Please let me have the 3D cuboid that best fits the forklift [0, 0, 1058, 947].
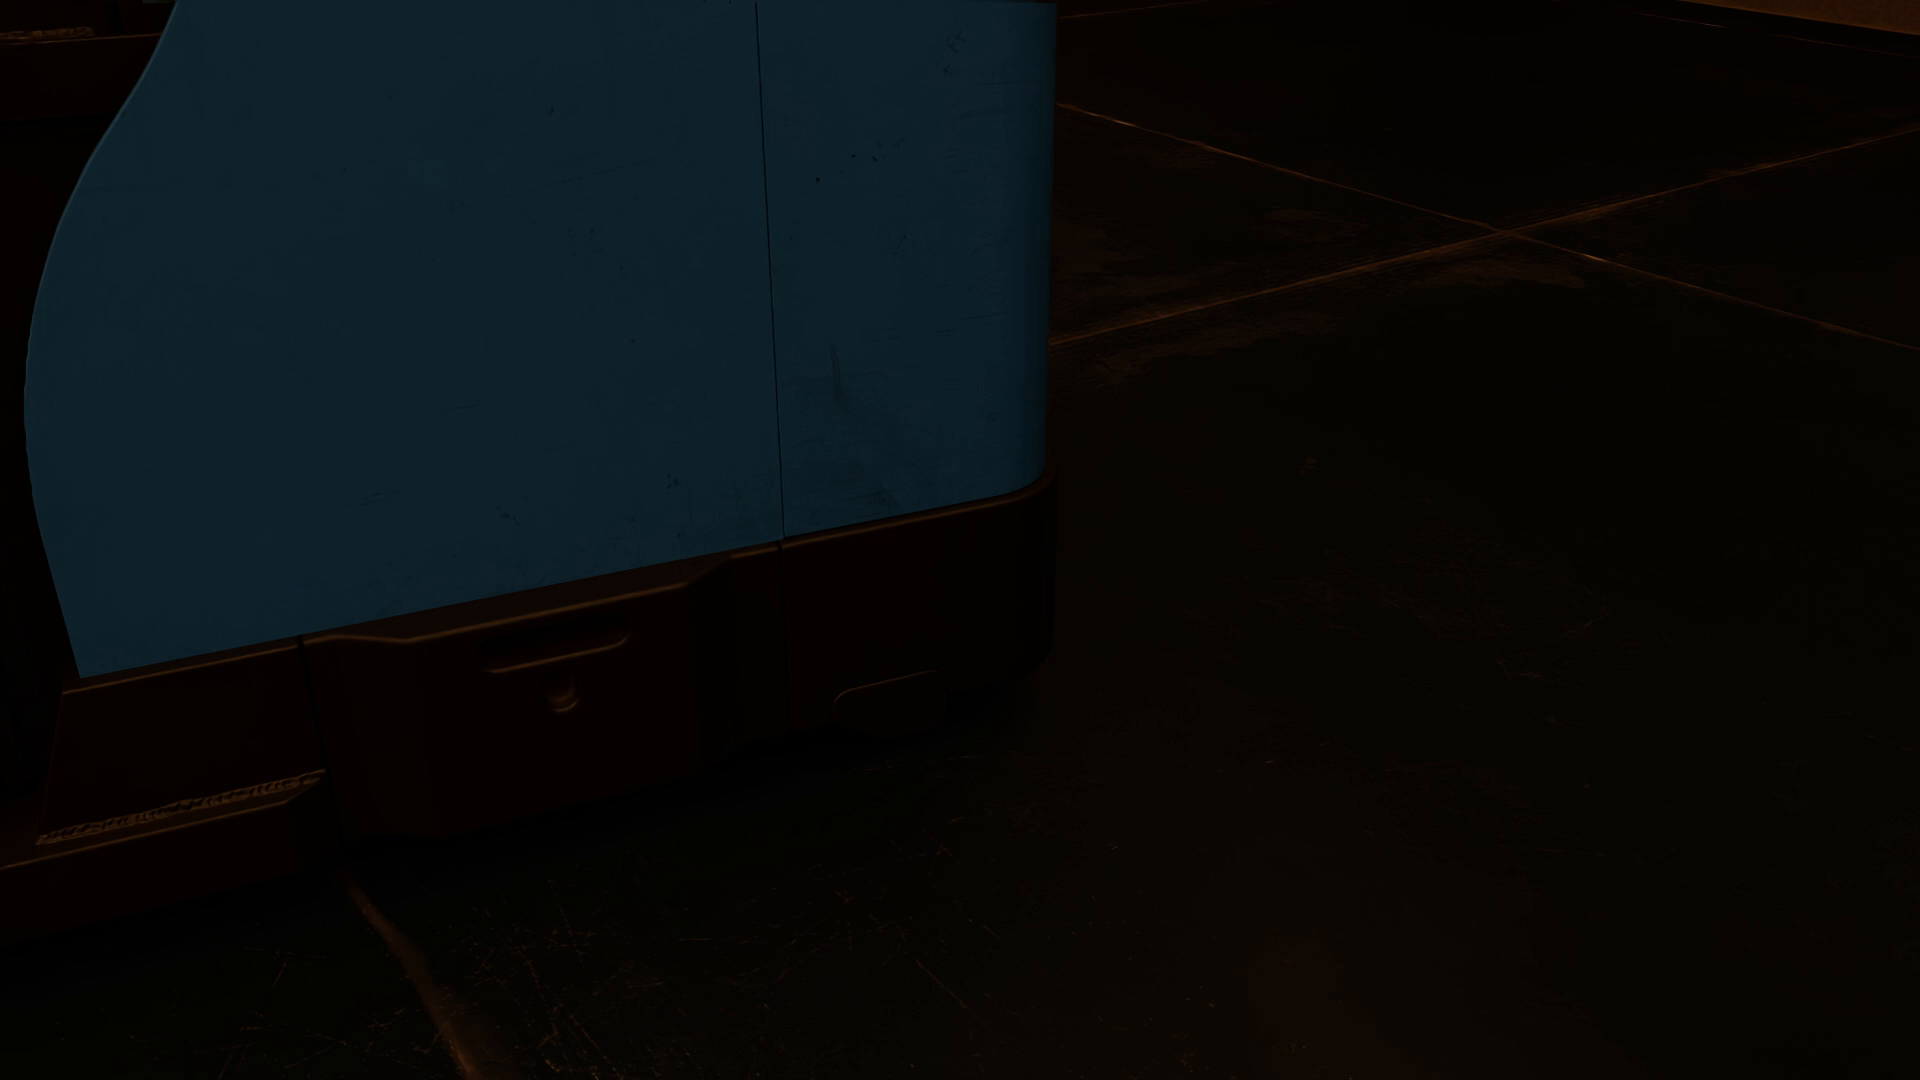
[{"bbox_3d":[-1.444,-1.025,1.274,3.031,2.935,1.130,-12,29,-22],"label":"forklift"}]
